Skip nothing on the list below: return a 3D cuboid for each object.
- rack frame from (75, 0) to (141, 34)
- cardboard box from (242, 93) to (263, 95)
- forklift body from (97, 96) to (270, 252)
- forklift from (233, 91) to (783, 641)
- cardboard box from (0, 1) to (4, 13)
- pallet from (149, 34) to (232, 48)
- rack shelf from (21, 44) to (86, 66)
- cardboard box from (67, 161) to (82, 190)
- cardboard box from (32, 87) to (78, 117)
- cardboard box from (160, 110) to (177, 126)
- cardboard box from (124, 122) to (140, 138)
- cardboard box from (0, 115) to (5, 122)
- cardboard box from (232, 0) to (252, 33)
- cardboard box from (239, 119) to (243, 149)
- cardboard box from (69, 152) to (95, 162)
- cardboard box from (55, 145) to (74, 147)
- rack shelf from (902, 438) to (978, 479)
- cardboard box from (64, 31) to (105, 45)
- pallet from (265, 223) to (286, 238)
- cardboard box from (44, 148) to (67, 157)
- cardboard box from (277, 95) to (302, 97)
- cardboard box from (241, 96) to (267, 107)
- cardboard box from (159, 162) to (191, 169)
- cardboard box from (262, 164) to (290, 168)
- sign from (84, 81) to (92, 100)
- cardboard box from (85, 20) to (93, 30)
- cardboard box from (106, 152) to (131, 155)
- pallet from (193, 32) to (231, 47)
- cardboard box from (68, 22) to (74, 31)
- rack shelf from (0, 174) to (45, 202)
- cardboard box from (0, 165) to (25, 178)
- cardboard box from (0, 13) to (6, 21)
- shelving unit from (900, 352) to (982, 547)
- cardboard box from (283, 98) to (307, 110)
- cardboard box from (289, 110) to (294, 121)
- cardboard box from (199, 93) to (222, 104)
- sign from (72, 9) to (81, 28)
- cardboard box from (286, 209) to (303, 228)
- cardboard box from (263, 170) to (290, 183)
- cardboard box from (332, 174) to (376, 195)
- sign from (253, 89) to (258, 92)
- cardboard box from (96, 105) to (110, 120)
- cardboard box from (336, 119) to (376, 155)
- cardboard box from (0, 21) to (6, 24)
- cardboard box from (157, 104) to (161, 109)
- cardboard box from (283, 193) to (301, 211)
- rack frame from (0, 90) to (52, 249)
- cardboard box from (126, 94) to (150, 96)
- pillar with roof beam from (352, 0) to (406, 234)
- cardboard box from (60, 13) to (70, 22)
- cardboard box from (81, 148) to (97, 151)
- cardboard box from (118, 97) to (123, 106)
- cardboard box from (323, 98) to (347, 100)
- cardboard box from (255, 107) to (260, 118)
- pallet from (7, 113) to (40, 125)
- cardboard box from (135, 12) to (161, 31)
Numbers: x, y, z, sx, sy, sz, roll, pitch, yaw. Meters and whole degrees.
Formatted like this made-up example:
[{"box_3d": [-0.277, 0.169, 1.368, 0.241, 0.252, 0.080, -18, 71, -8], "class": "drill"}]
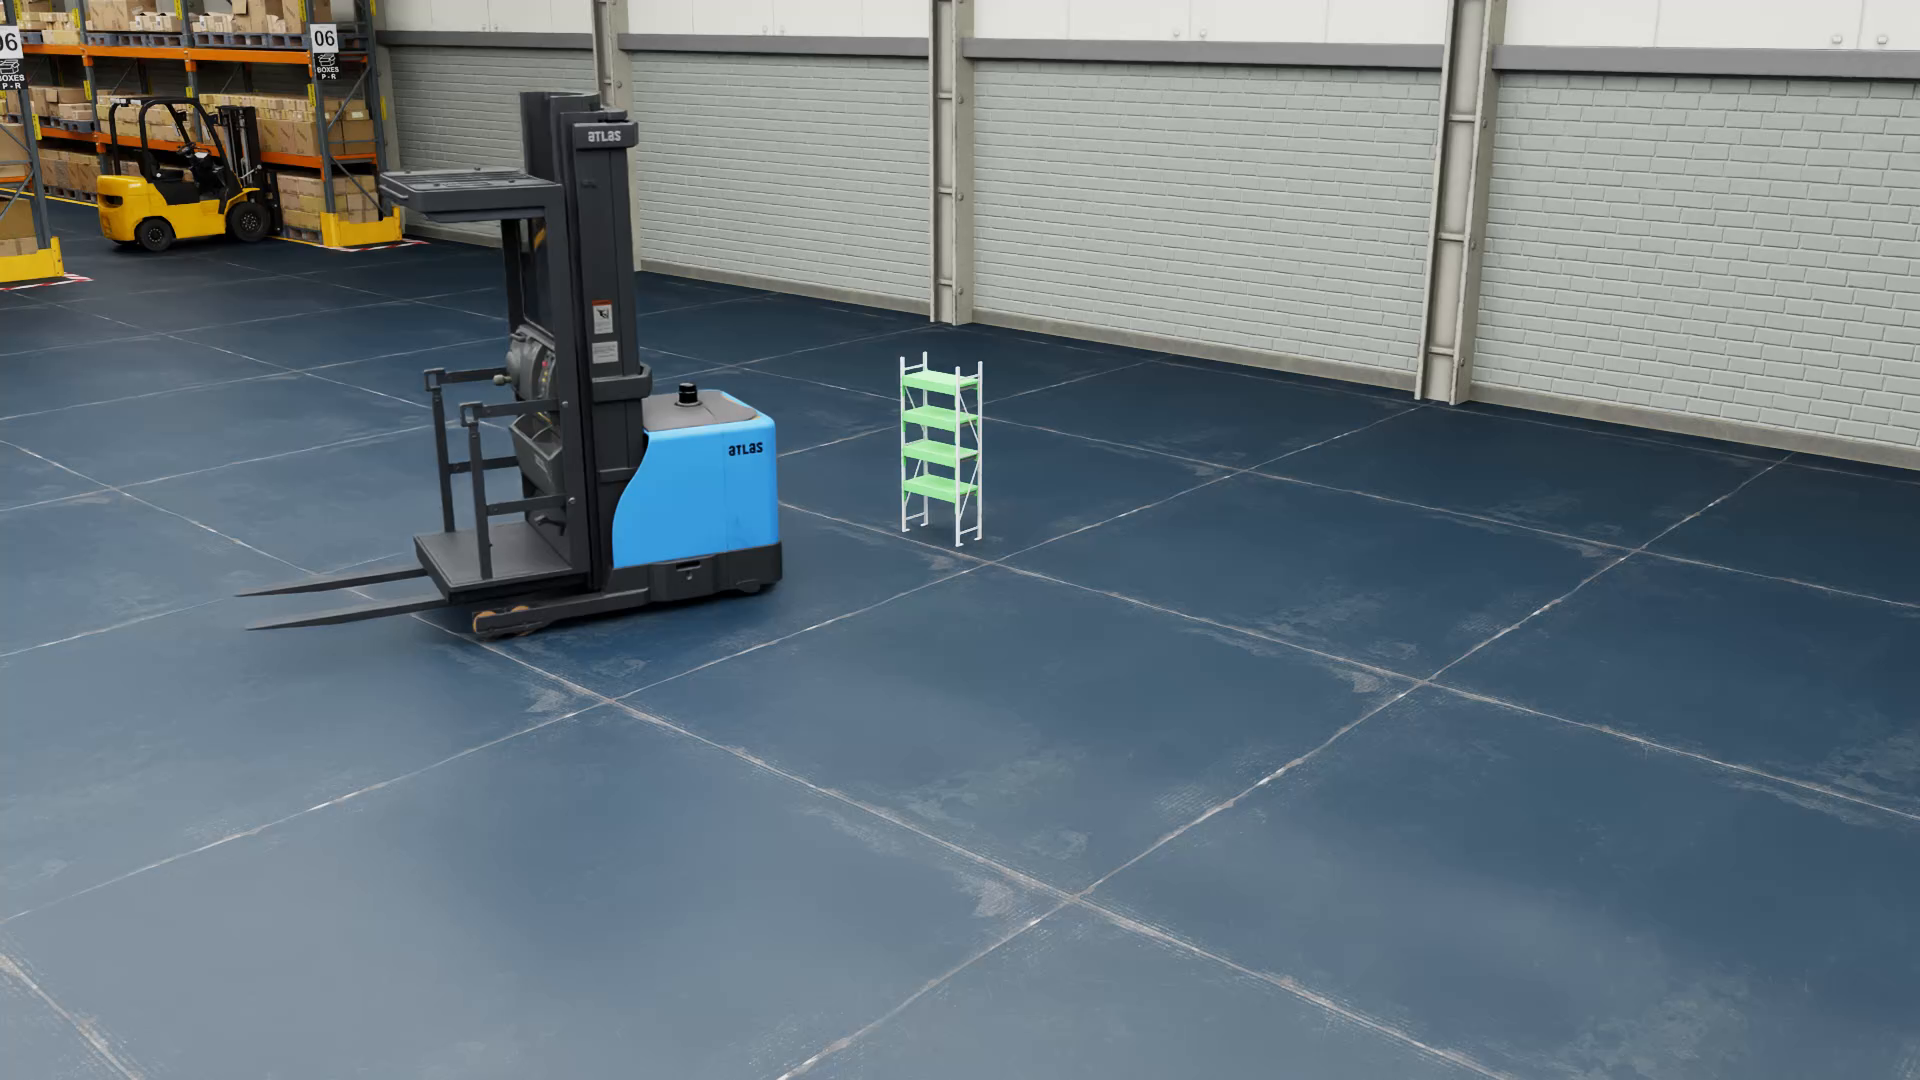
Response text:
[{"box_3d": [-15.129, -10.451, 29.167, 0.127, 3.000, 1.000, 15, 23, 39], "class": "rack frame"}, {"box_3d": [-11.538, -7.232, 27.211, 0.250, 0.149, 0.380, 14, 23, 38], "class": "cardboard box"}, {"box_3d": [-11.775, -5.549, 25.041, 1.214, 2.155, 2.313, 15, 23, 39], "class": "forklift body"}, {"box_3d": [-2.629, -1.011, 9.453, 3.031, 2.935, 1.130, -9, 20, -26], "class": "forklift"}, {"box_3d": [-18.128, -10.153, 31.564, 0.258, 0.266, 0.396, 15, 23, 39], "class": "cardboard box"}, {"box_3d": [-12.806, -8.301, 27.668, 1.217, 0.209, 0.805, 14, 22, 37], "class": "pallet"}, {"box_3d": [-16.625, -9.080, 30.995, 4.000, 0.370, 1.077, 15, 23, 39], "class": "rack shelf"}, {"box_3d": [-16.349, -6.844, 31.157, 0.500, 0.500, 0.500, 16, 24, 42], "class": "cardboard box"}, {"box_3d": [-16.933, -8.233, 31.237, 0.500, 0.500, 0.700, 15, 23, 39], "class": "cardboard box"}, {"box_3d": [-13.064, -7.098, 27.940, 0.500, 0.250, 0.500, 14, 23, 38], "class": "cardboard box"}, {"box_3d": [-14.197, -7.172, 29.000, 0.500, 0.250, 0.500, 14, 22, 38], "class": "cardboard box"}, {"box_3d": [-18.736, -8.329, 32.814, 0.250, 0.149, 0.380, 16, 24, 41], "class": "cardboard box"}, {"box_3d": [-10.750, -8.100, 25.688, 0.637, 0.503, 0.797, 16, 24, 41], "class": "cardboard box"}, {"box_3d": [-11.199, -6.486, 26.425, 0.500, 0.500, 0.500, 15, 23, 39], "class": "cardboard box"}, {"box_3d": [-16.413, -7.175, 31.128, 0.250, 0.149, 0.380, 15, 23, 38], "class": "cardboard box"}, {"box_3d": [-17.654, -7.704, 32.794, 0.250, 0.149, 0.380, 14, 22, 37], "class": "cardboard box"}, {"box_3d": [-0.124, -0.544, 11.054, 0.480, 0.148, 0.258, 15, 23, 39], "class": "rack shelf"}, {"box_3d": [-15.674, -8.998, 29.795, 0.500, 0.250, 0.500, 14, 22, 37], "class": "cardboard box"}, {"box_3d": [-10.654, -5.046, 26.661, 1.213, 0.211, 1.003, 15, 23, 39], "class": "pallet"}, {"box_3d": [-17.357, -7.442, 31.967, 0.250, 0.149, 0.380, 15, 23, 38], "class": "cardboard box"}, {"box_3d": [-10.593, -6.969, 26.383, 0.250, 0.149, 0.380, 16, 24, 41], "class": "cardboard box"}, {"box_3d": [-11.080, -6.915, 26.214, 0.250, 0.149, 0.380, 15, 23, 39], "class": "cardboard box"}, {"box_3d": [-13.674, -6.267, 29.132, 0.625, 0.625, 0.875, 14, 22, 37], "class": "cardboard box"}, {"box_3d": [-11.252, -6.001, 27.262, 0.500, 0.250, 0.500, 15, 23, 38], "class": "cardboard box"}, {"box_3d": [-15.482, -7.981, 29.518, 0.005, 0.325, 0.100, 15, 23, 39], "class": "sign"}, {"box_3d": [-15.070, -9.019, 29.140, 0.250, 0.166, 0.380, 15, 23, 39], "class": "cardboard box"}, {"box_3d": [-15.733, -7.176, 31.131, 0.250, 0.149, 0.380, 15, 23, 40], "class": "cardboard box"}, {"box_3d": [-11.482, -8.011, 26.582, 1.213, 0.211, 1.003, 15, 23, 39], "class": "pallet"}, {"box_3d": [-15.735, -9.213, 29.814, 0.250, 0.149, 0.380, 14, 23, 38], "class": "cardboard box"}, {"box_3d": [-13.934, -4.920, 22.846, 4.000, 0.370, 1.077, 15, 23, 39], "class": "rack shelf"}, {"box_3d": [-12.554, -4.857, 21.873, 0.250, 0.149, 0.380, 15, 23, 39], "class": "cardboard box"}, {"box_3d": [-17.780, -9.837, 31.255, 0.250, 0.149, 0.380, 14, 23, 38], "class": "cardboard box"}, {"box_3d": [-0.124, -0.605, 11.035, 0.503, 1.200, 0.258, 15, 23, 39], "class": "shelving unit"}, {"box_3d": [-10.109, -6.664, 25.422, 0.250, 0.149, 0.380, 15, 23, 40], "class": "cardboard box"}, {"box_3d": [-9.955, -6.459, 25.268, 0.250, 0.149, 0.380, 16, 23, 40], "class": "cardboard box"}, {"box_3d": [-12.096, -7.156, 26.972, 0.250, 0.149, 0.380, 16, 23, 40], "class": "cardboard box"}, {"box_3d": [-15.491, -9.146, 29.157, 0.005, 0.325, 0.100, 15, 23, 39], "class": "sign"}, {"box_3d": [-10.073, -5.000, 25.759, 0.500, 0.250, 0.500, 15, 23, 39], "class": "cardboard box"}, {"box_3d": [-10.841, -5.677, 26.240, 0.500, 0.250, 0.500, 14, 23, 38], "class": "cardboard box"}, {"box_3d": [-9.380, -5.491, 25.653, 0.500, 0.250, 0.500, 15, 23, 38], "class": "cardboard box"}, {"box_3d": [-11.770, -7.365, 27.797, 0.005, 0.325, 0.100, 15, 23, 39], "class": "sign"}, {"box_3d": [-14.976, -7.609, 29.549, 0.500, 0.250, 0.500, 15, 23, 39], "class": "cardboard box"}, {"box_3d": [-9.332, -6.195, 25.509, 0.500, 0.500, 0.500, 16, 24, 41], "class": "cardboard box"}, {"box_3d": [-17.991, -9.743, 31.450, 0.250, 0.149, 0.380, 15, 23, 40], "class": "cardboard box"}, {"box_3d": [-13.333, -7.362, 28.113, 0.250, 0.149, 0.380, 14, 23, 38], "class": "cardboard box"}, {"box_3d": [-10.085, -5.244, 25.700, 0.500, 0.250, 0.500, 15, 23, 39], "class": "cardboard box"}, {"box_3d": [-12.438, -4.862, 21.472, 0.127, 3.000, 1.000, 15, 23, 39], "class": "rack frame"}, {"box_3d": [-14.752, -7.929, 29.900, 0.250, 0.149, 0.380, 16, 24, 41], "class": "cardboard box"}, {"box_3d": [-11.926, -8.215, 22.120, 0.400, 9.000, 9.100, 15, 23, 39], "class": "pillar with roof beam"}, {"box_3d": [-15.942, -9.403, 29.918, 0.250, 0.149, 0.380, 14, 22, 37], "class": "cardboard box"}, {"box_3d": [-16.658, -7.454, 32.006, 0.250, 0.149, 0.380, 15, 23, 40], "class": "cardboard box"}, {"box_3d": [-14.473, -7.669, 29.081, 0.250, 0.149, 0.380, 15, 23, 40], "class": "cardboard box"}, {"box_3d": [-9.635, -6.710, 25.566, 0.250, 0.149, 0.380, 16, 23, 40], "class": "cardboard box"}, {"box_3d": [-10.930, -6.707, 26.049, 0.250, 0.149, 0.380, 14, 23, 38], "class": "cardboard box"}, {"box_3d": [-17.596, -8.118, 32.051, 1.213, 0.211, 1.003, 15, 23, 39], "class": "pallet"}, {"box_3d": [-13.415, -8.668, 27.795, 0.500, 0.311, 0.500, 14, 22, 37], "class": "cardboard box"}]
